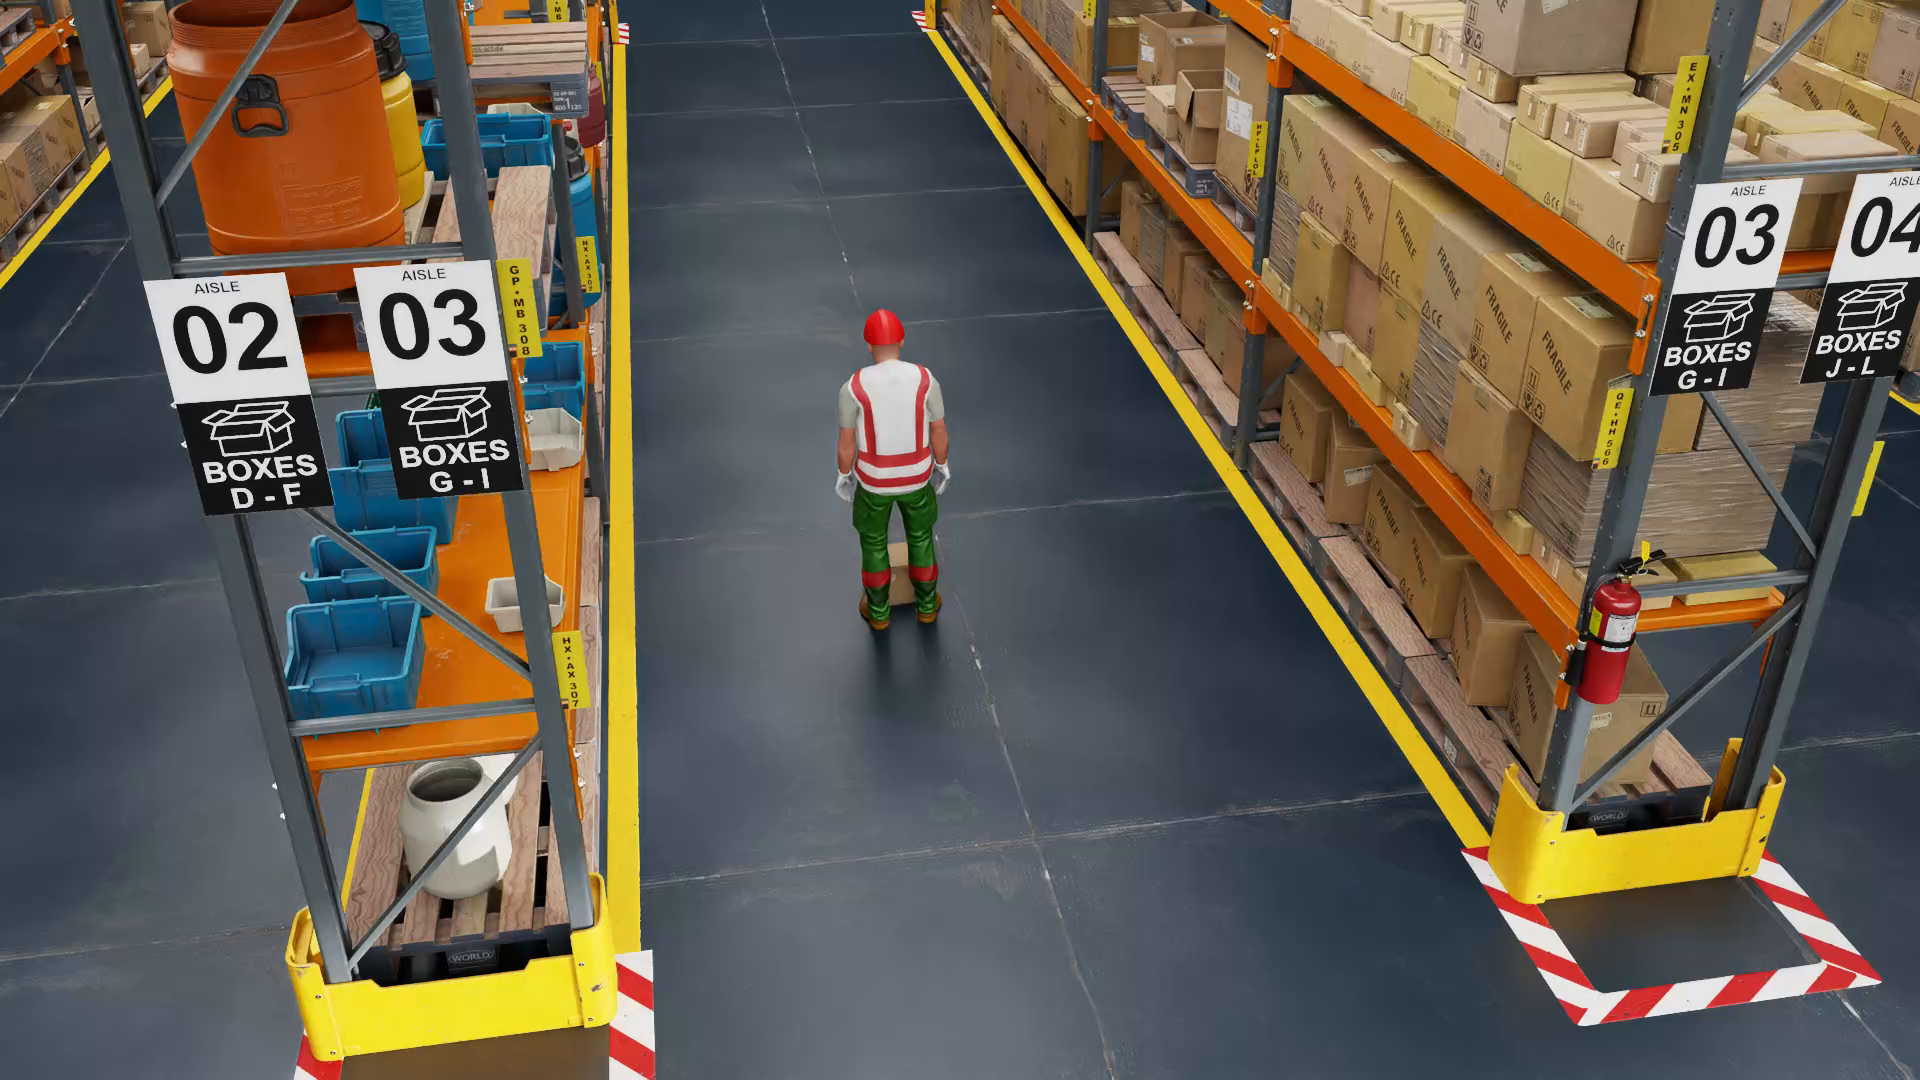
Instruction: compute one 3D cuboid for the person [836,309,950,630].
[{"bbox_3d":[-0.349,-0.349,8.720,0.606,1.778,0.453,-5,31,-9],"label":"person"}]
